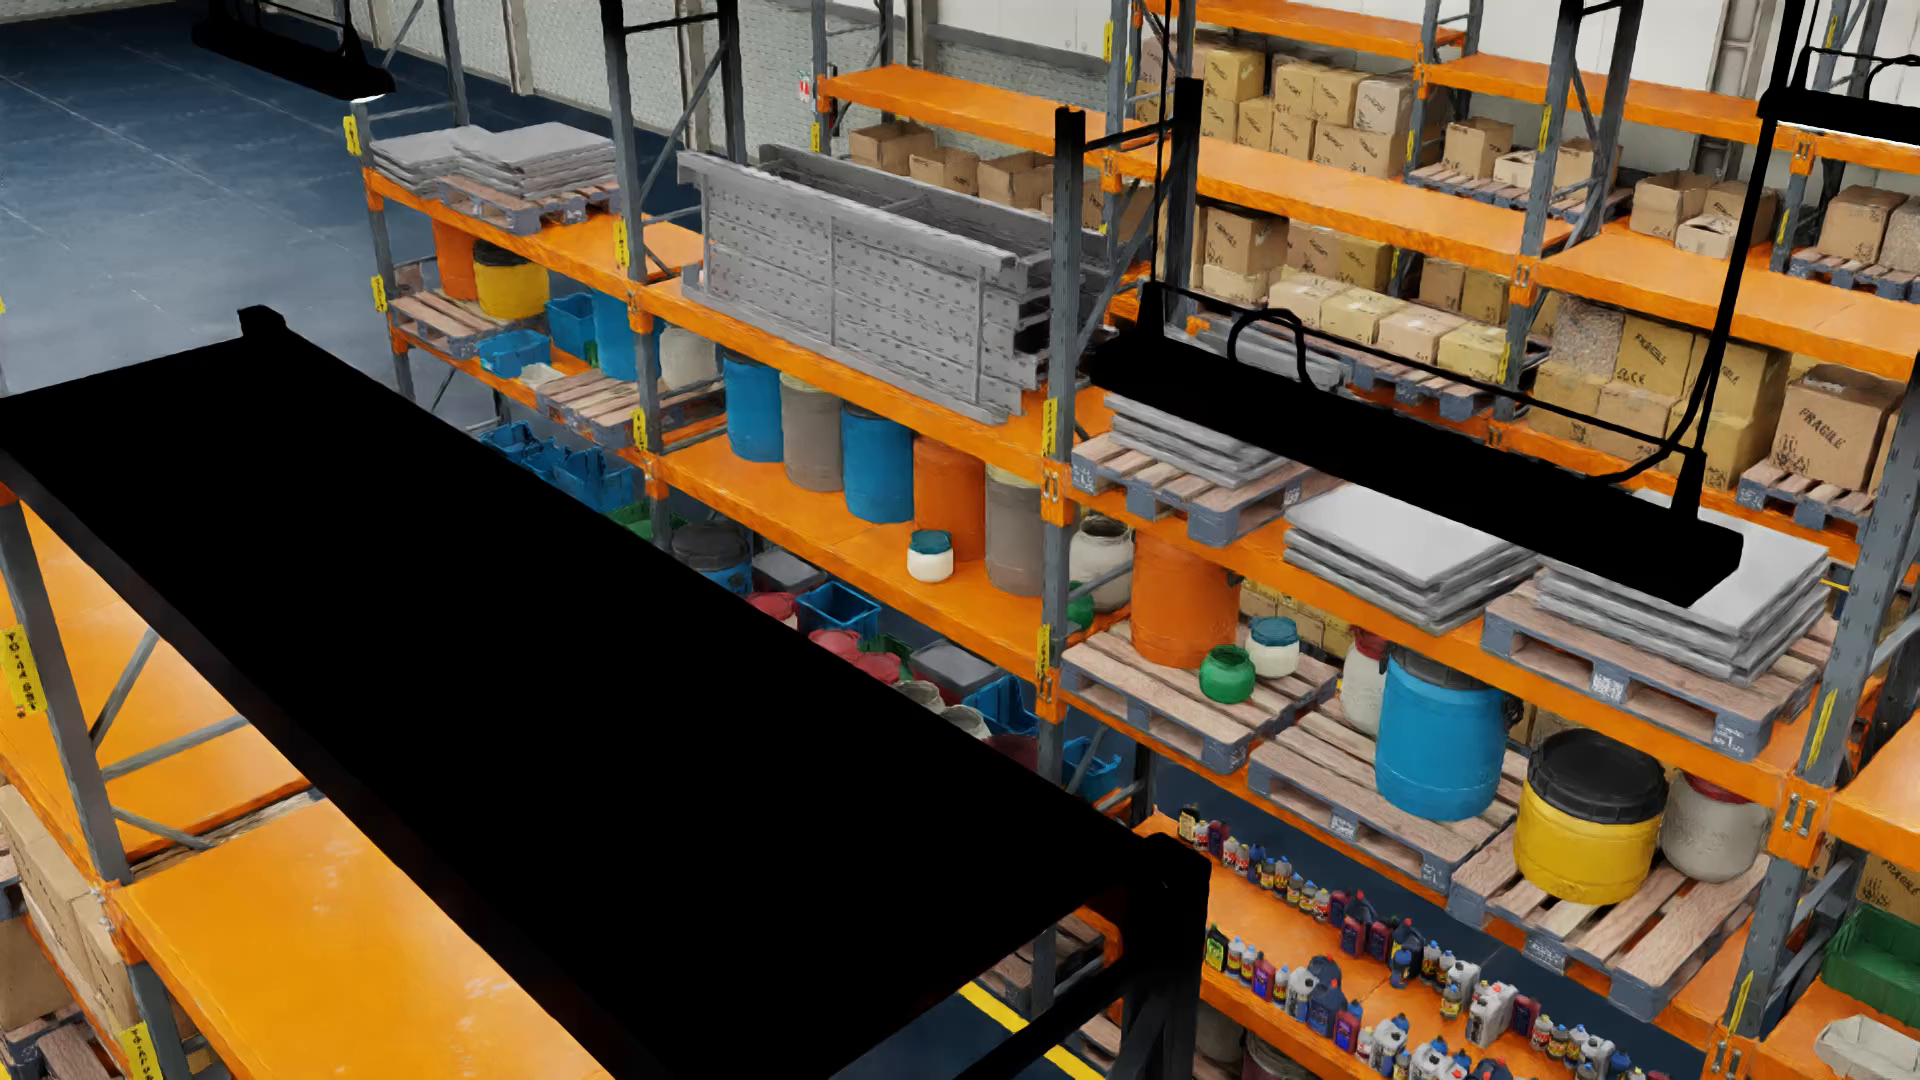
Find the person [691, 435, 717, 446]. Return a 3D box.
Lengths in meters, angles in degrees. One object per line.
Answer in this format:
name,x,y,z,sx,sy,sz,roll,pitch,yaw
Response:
person,-3.041,-1.910,18.510,0.551,1.782,0.636,-6,29,-12
